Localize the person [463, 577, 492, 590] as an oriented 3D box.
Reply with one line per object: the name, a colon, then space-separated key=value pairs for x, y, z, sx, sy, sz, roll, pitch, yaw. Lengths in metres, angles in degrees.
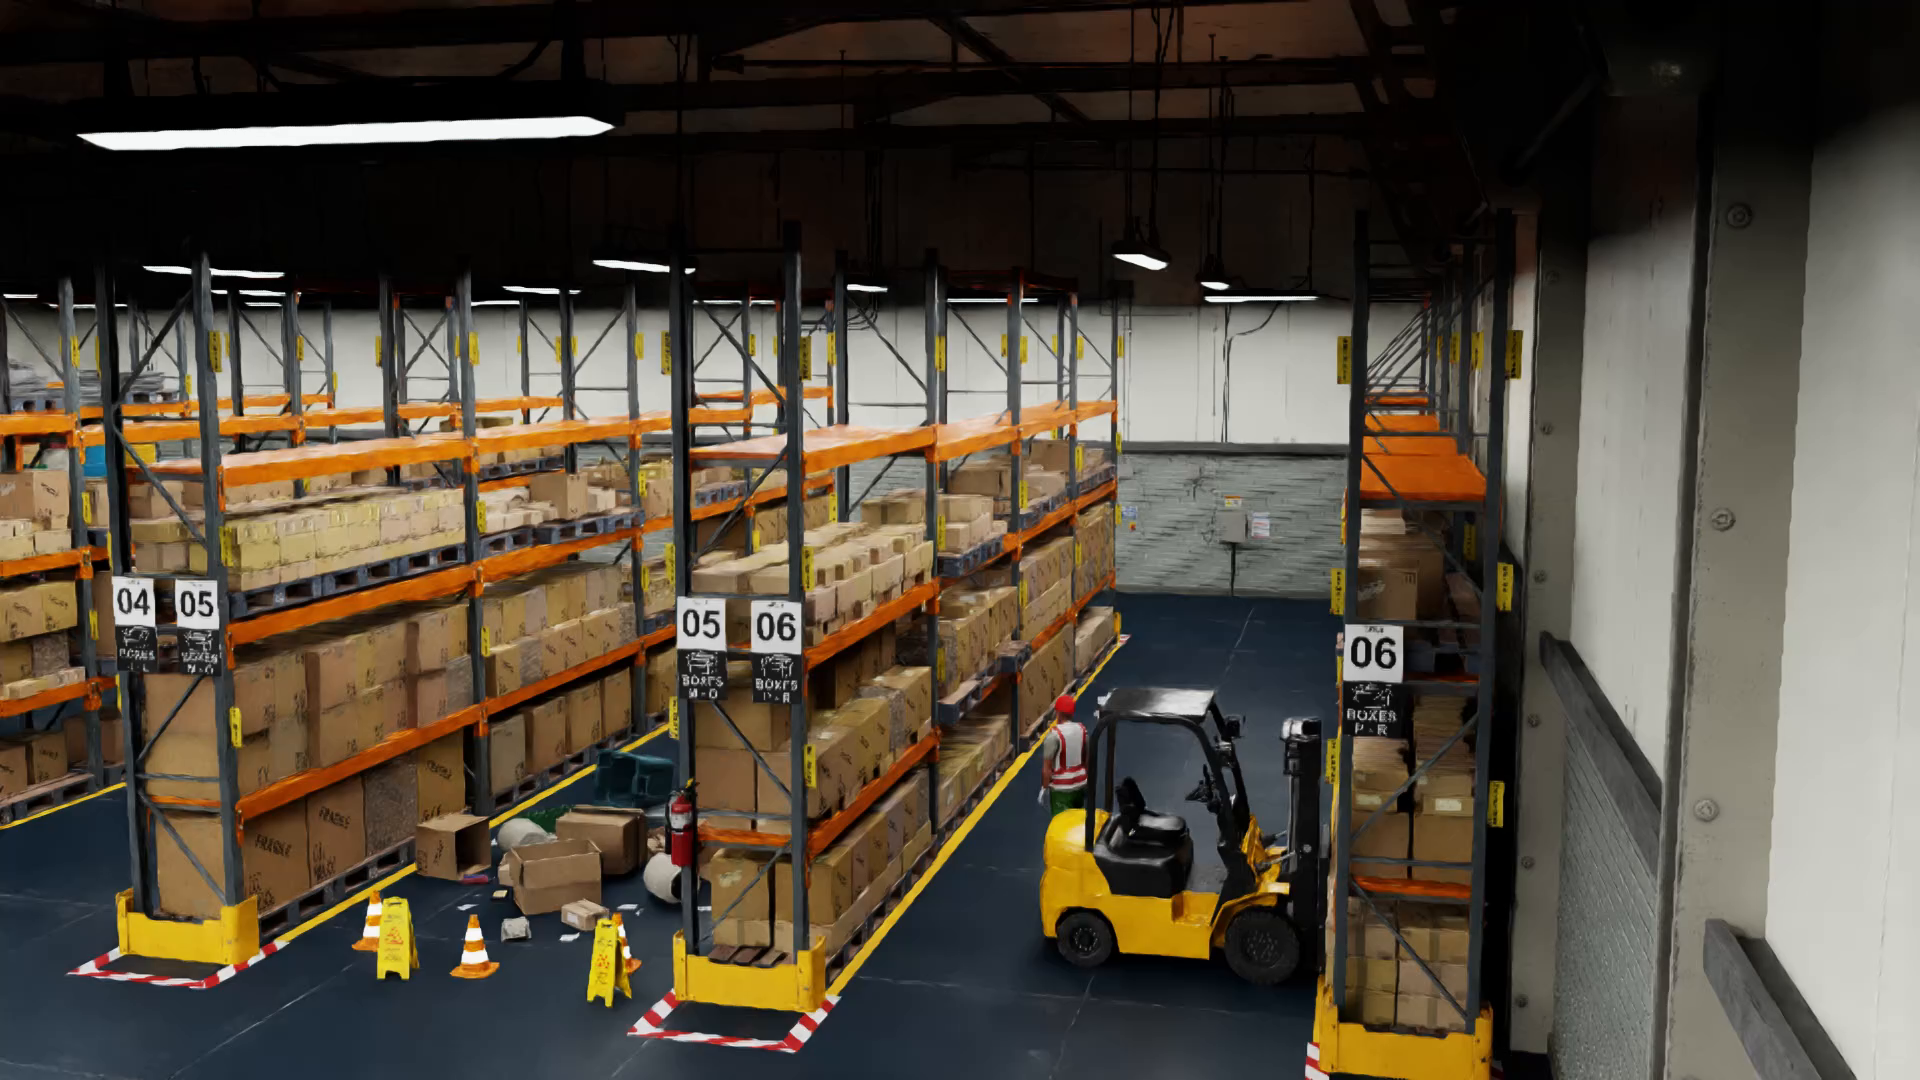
person: x=-7.161 y=1.258 z=24.663 sx=0.549 sy=1.769 sz=0.631 roll=6 pitch=10 yaw=43

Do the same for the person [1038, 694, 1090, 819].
person: x=0.985 y=2.342 z=15.822 sx=0.577 sy=1.785 sz=0.655 roll=7 pitch=10 yaw=44
